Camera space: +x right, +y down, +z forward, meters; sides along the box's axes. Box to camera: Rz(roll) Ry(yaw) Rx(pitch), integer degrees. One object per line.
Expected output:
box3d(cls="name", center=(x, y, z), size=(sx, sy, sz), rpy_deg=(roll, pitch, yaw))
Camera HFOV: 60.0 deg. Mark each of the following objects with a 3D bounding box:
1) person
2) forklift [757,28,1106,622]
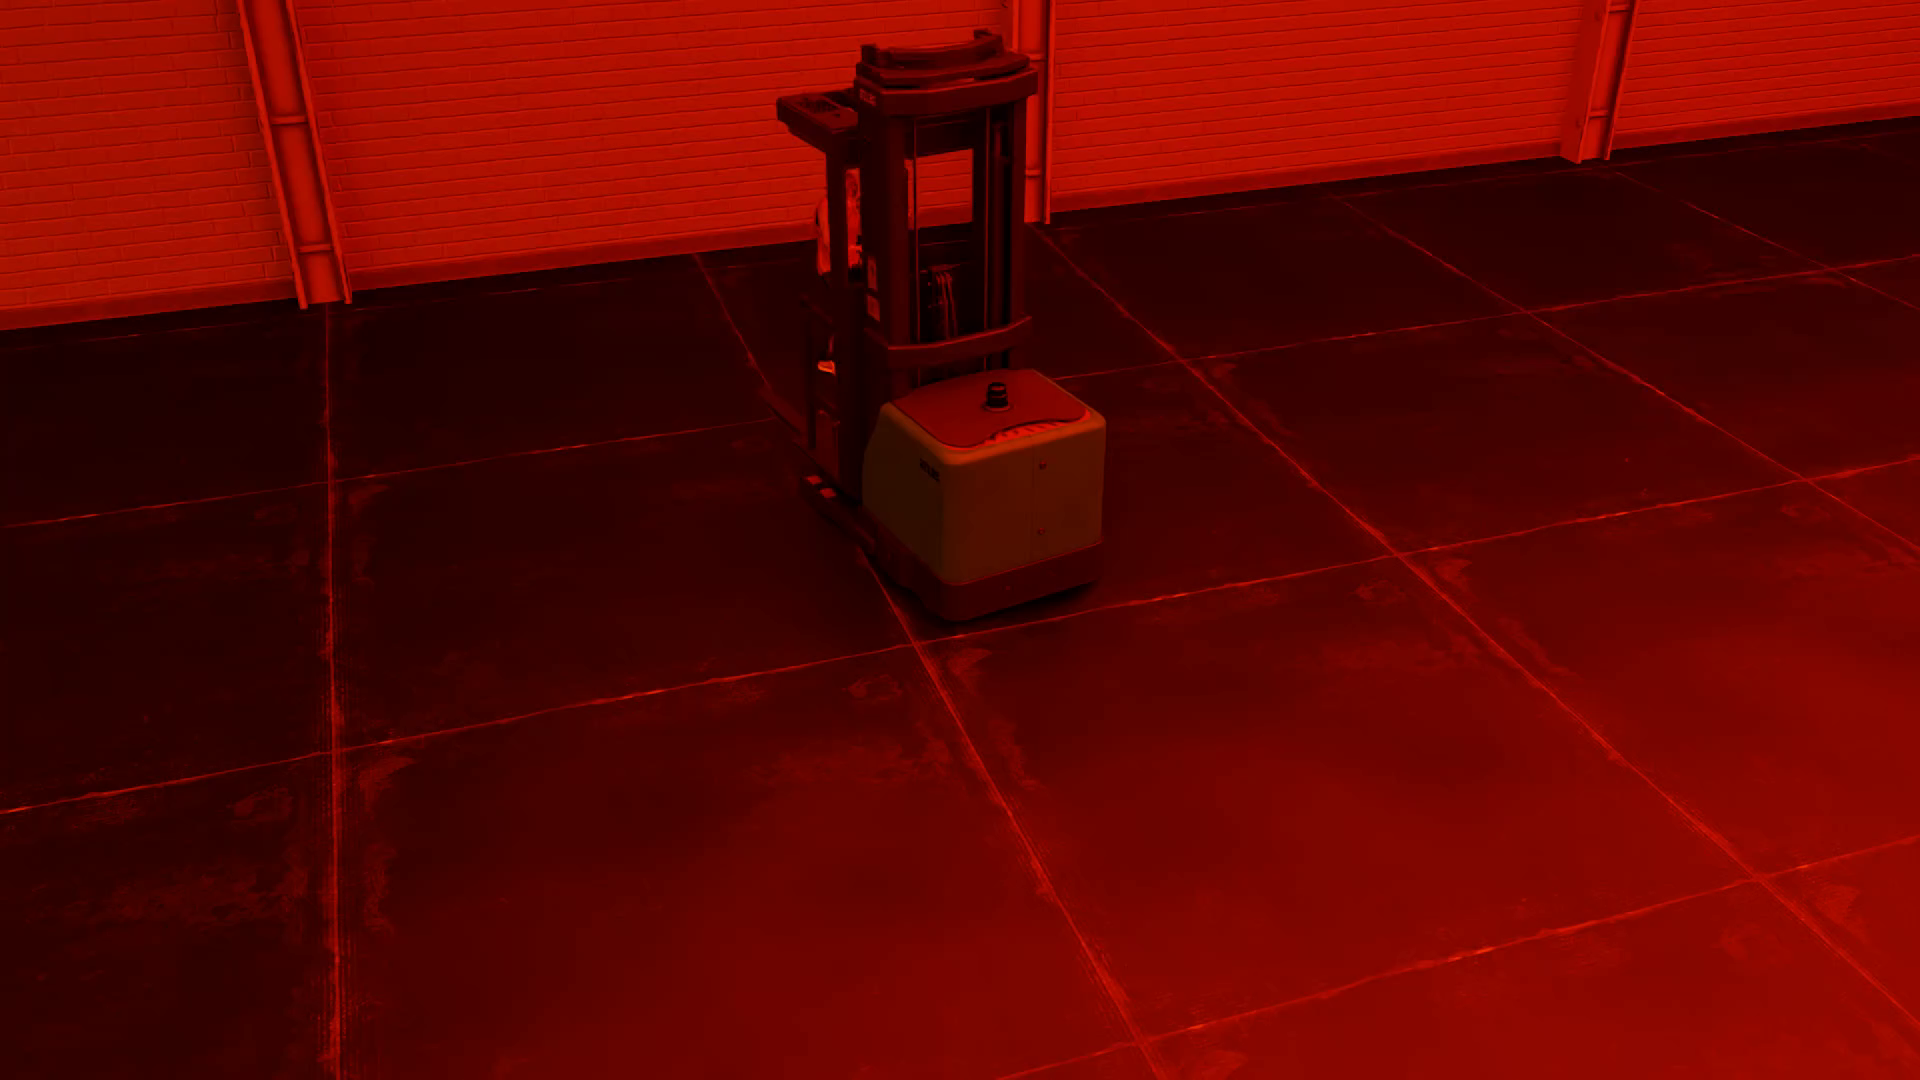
box3d(cls="person", center=(-0.740, -2.014, 12.157), size=(0.649, 1.362, 0.965), rpy_deg=(21, 36, 32))
box3d(cls="forklift", center=(-0.351, -1.527, 9.740), size=(1.130, 2.935, 3.031), rpy_deg=(-16, 33, -25))
